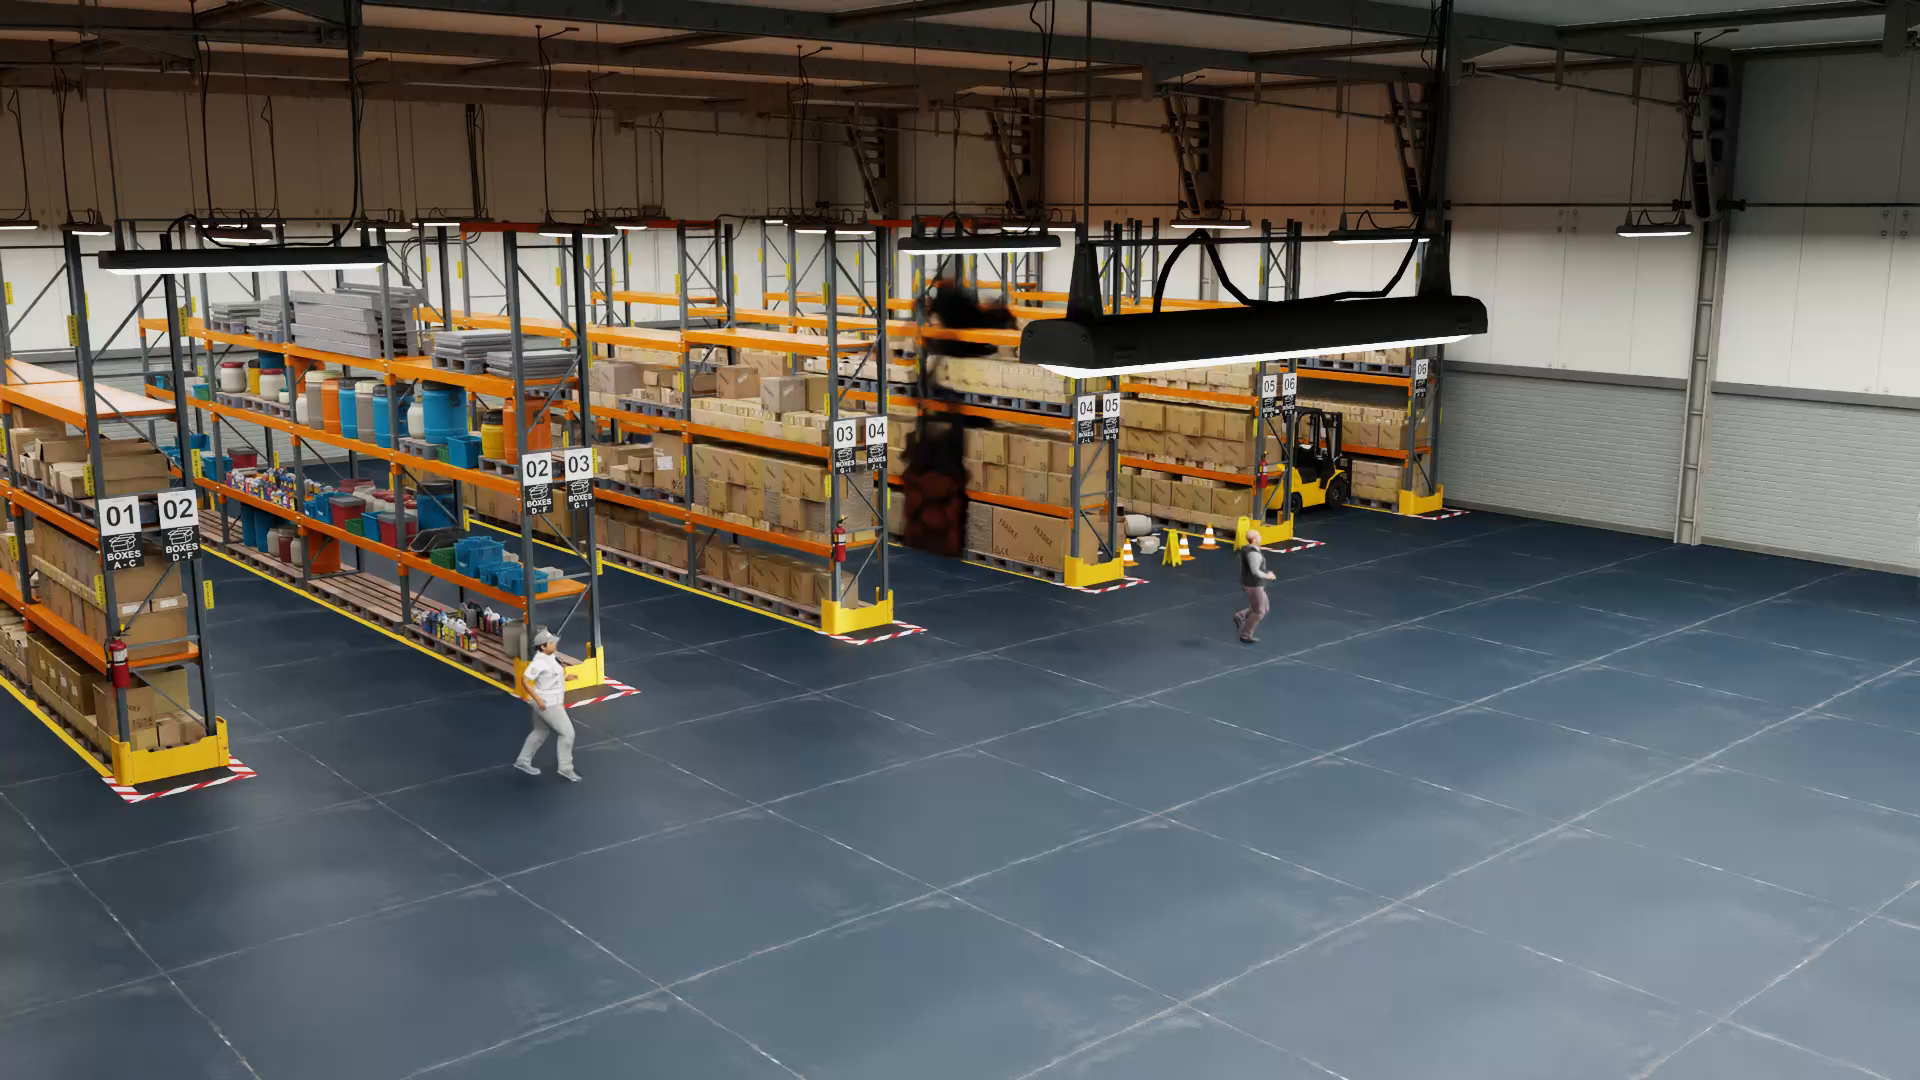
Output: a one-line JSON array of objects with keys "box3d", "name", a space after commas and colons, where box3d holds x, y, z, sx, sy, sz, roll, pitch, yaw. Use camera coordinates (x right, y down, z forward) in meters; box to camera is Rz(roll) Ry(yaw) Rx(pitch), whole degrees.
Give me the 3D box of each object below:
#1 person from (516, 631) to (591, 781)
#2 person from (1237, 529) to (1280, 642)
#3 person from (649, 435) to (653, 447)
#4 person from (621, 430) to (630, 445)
[{"box3d": [-4.551, 1.850, 18.473, 0.801, 1.713, 0.588, -3, 12, -14], "name": "person"}, {"box3d": [4.382, 0.662, 24.327, 0.582, 1.678, 0.647, -1, 11, -3], "name": "person"}, {"box3d": [-6.419, -1.533, 35.469, 0.544, 1.615, 0.813, -9, 14, -37], "name": "person"}, {"box3d": [-8.444, -2.763, 41.367, 0.550, 1.650, 0.699, 1, 11, 3], "name": "person"}]
